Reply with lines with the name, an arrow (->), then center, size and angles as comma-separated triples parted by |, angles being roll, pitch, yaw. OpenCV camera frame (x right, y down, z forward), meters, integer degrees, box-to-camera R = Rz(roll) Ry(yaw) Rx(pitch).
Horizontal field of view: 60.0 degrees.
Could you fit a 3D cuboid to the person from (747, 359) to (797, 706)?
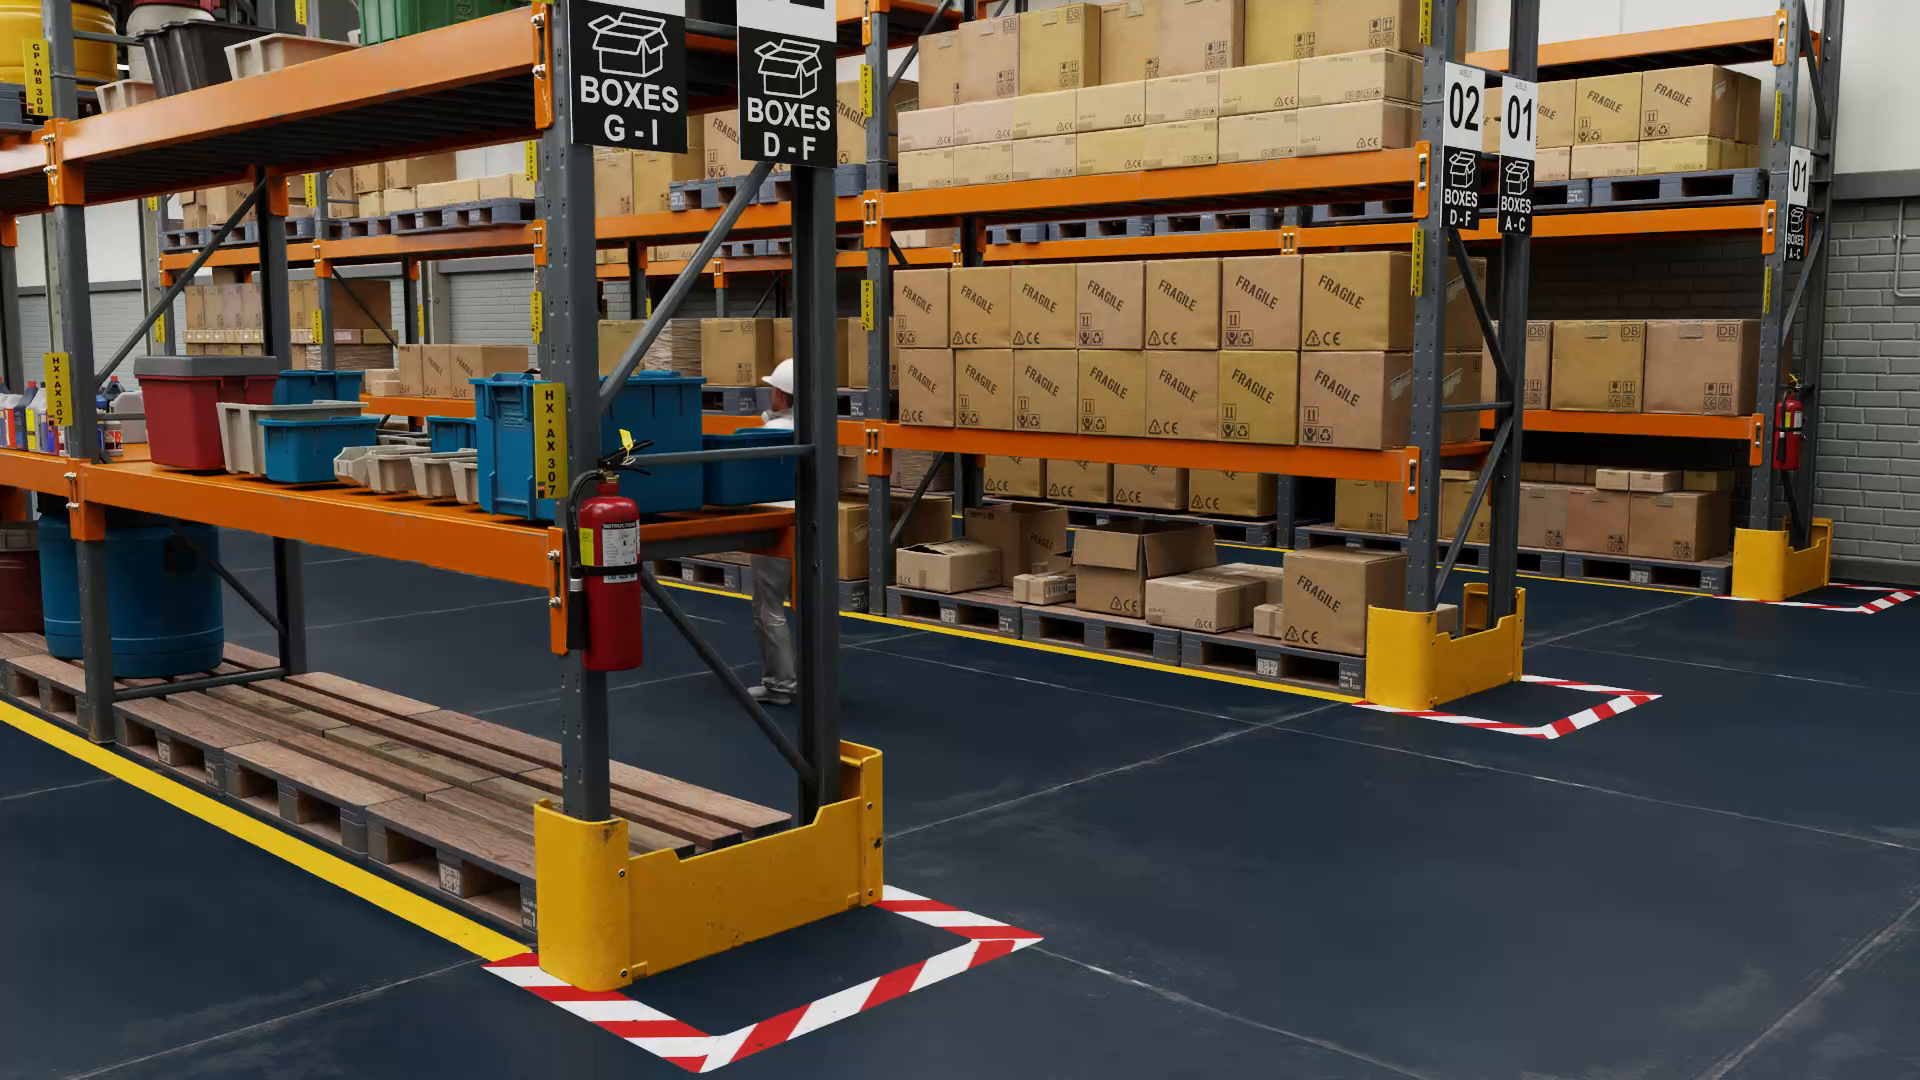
person -> -0.952, -0.053, 8.614 | 0.494, 1.762, 0.551 | -7, 10, -44
